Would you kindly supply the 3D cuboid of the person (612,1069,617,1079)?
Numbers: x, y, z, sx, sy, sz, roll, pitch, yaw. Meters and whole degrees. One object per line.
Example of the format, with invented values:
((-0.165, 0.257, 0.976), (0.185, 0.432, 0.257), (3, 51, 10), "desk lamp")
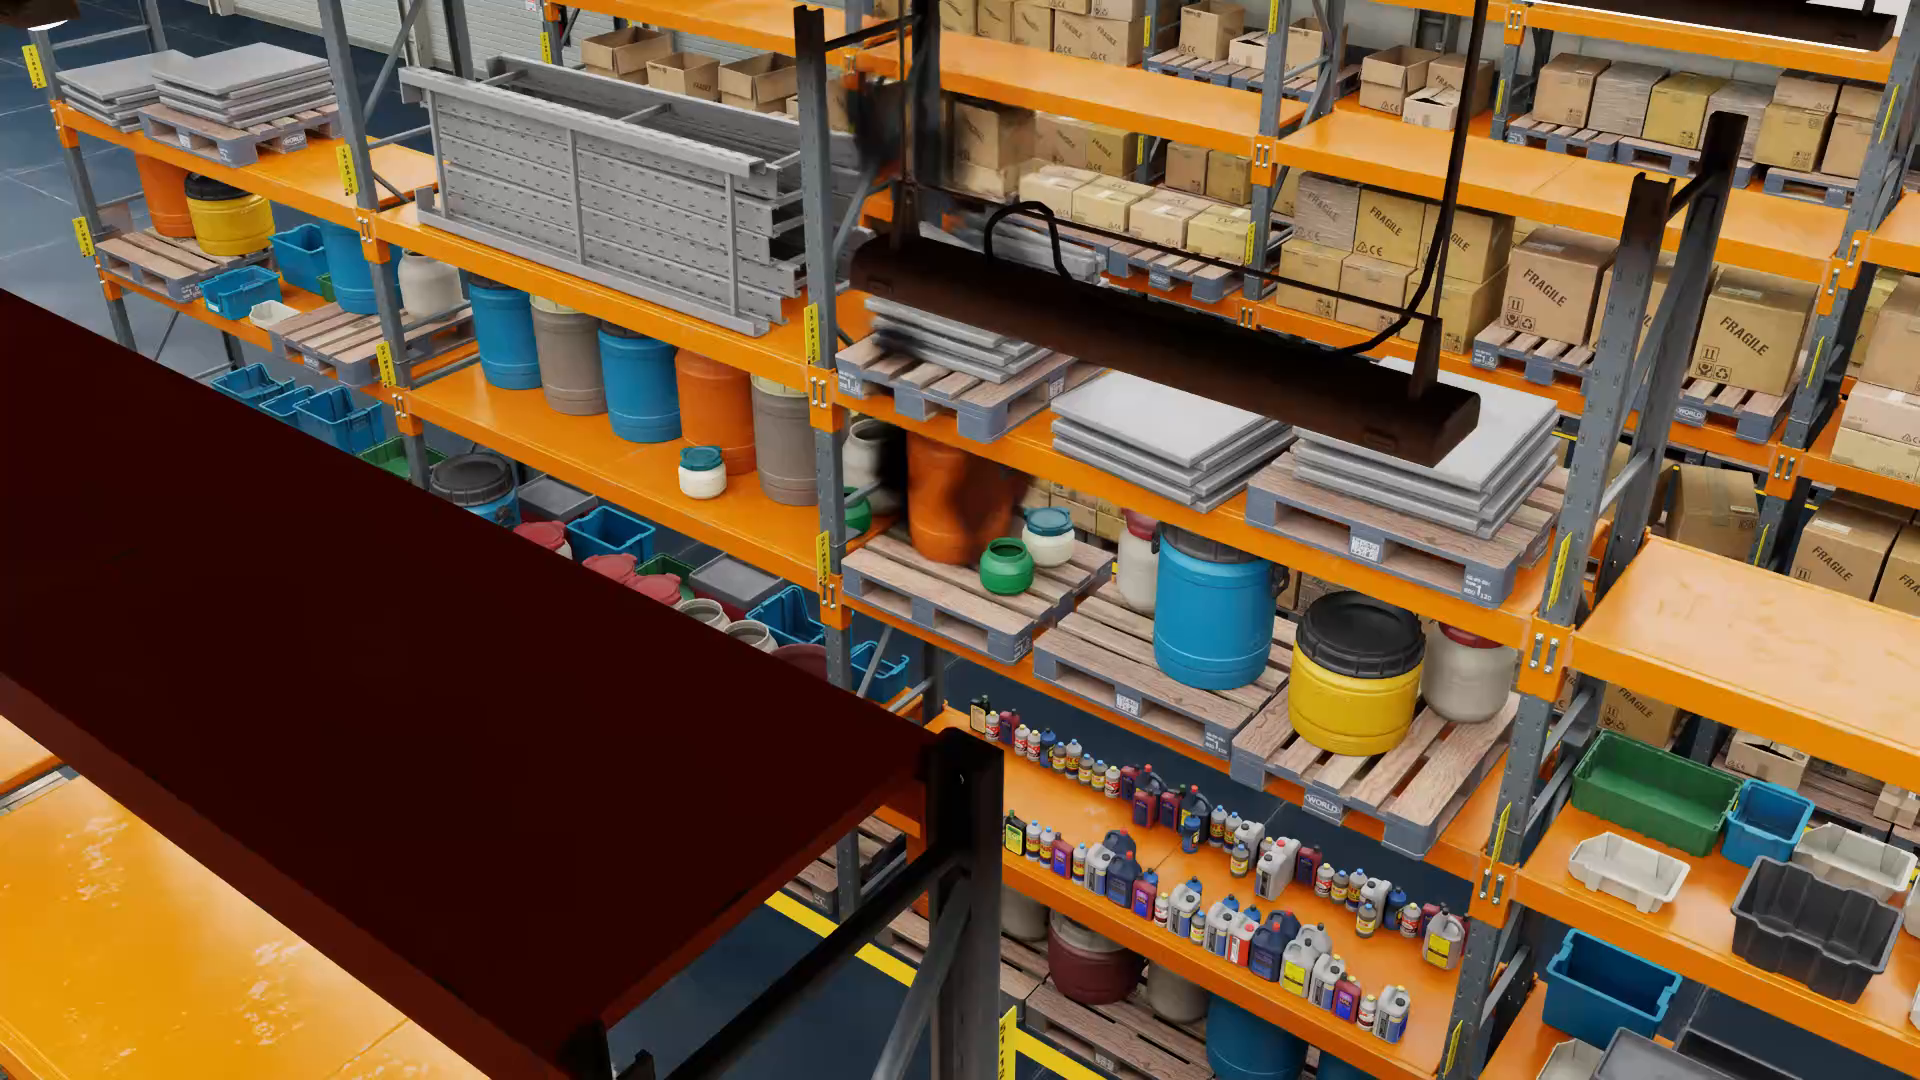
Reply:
((-1.780, 3.099, 8.005), (0.580, 1.776, 0.659), (17, 35, 25), "person")
